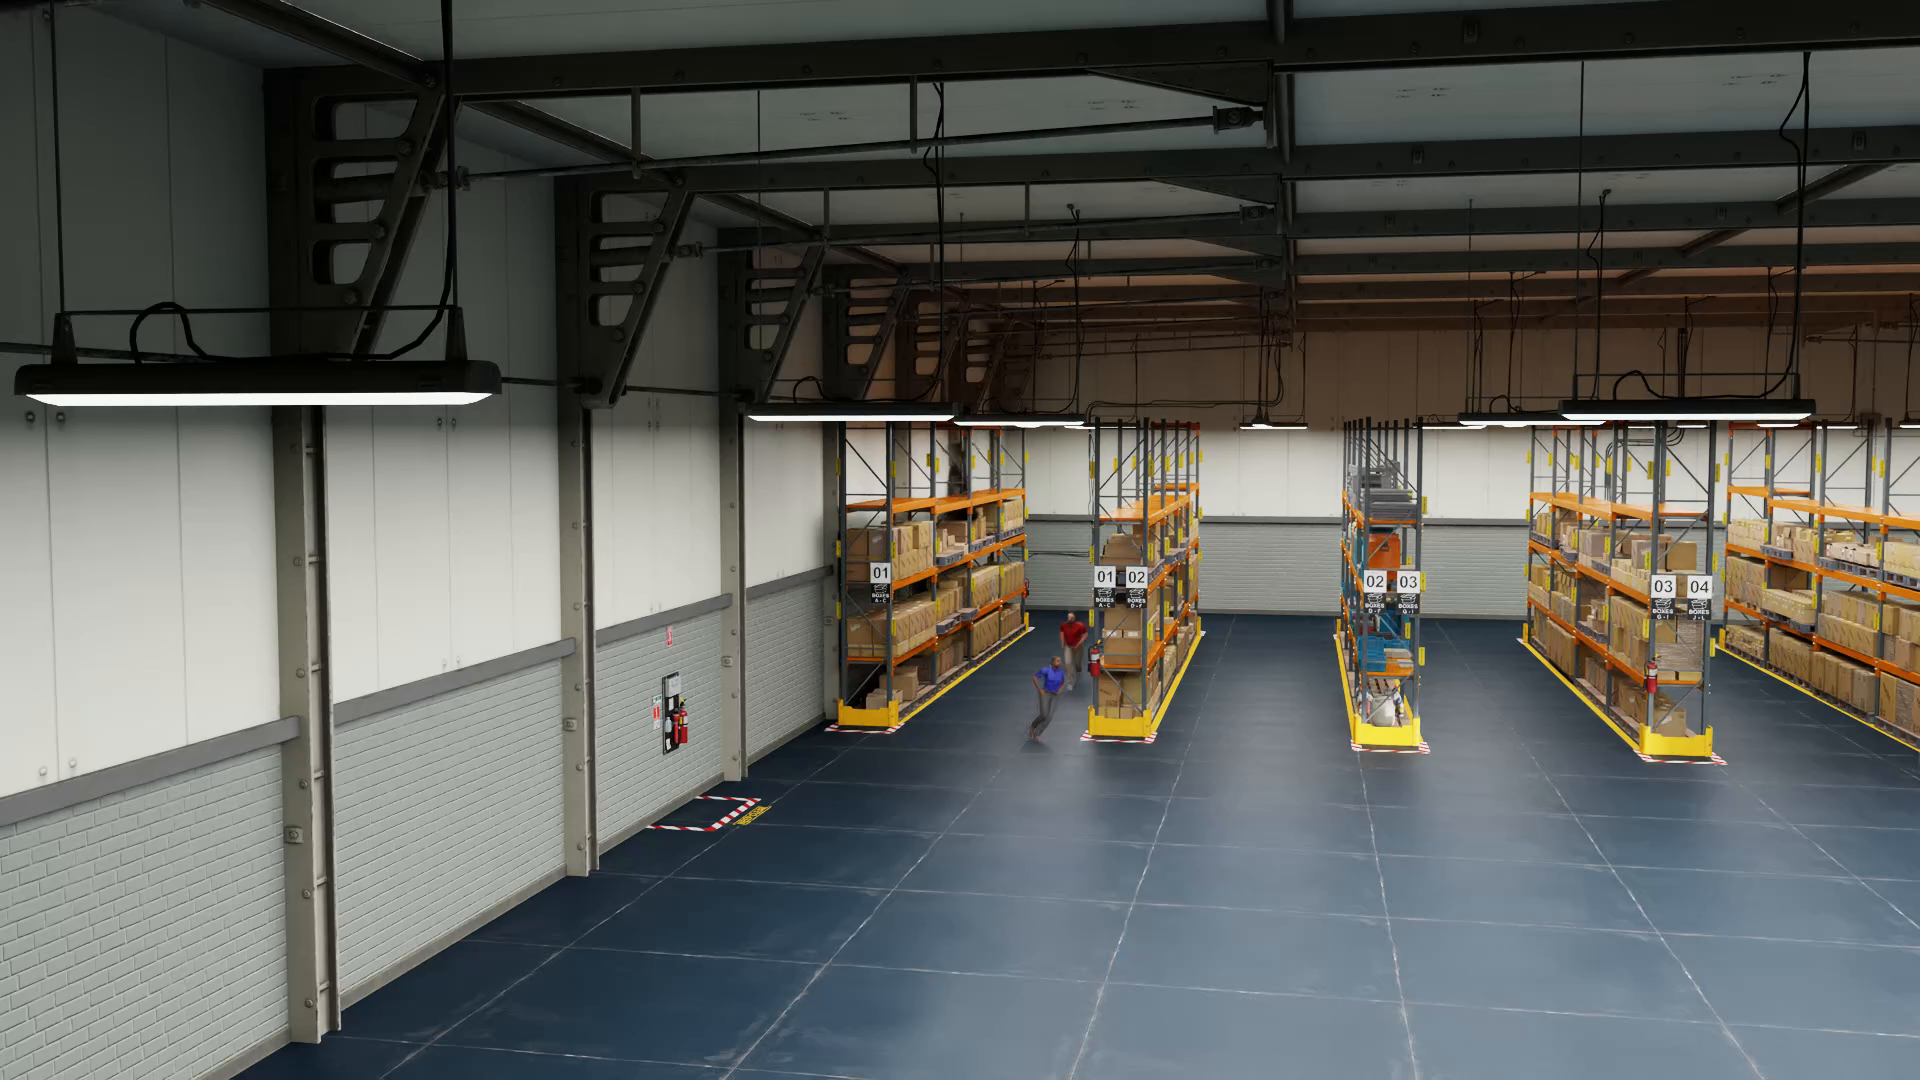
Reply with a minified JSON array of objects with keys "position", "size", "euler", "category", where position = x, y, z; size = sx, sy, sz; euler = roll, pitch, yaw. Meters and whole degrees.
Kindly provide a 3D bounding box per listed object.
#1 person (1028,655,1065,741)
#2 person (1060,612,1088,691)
[{"position":[1.652,2.931,30.892],"size":[0.656,1.587,0.556],"euler":[-2,4,-26],"category":"person"},{"position":[2.555,2.469,37.341],"size":[0.664,1.732,1.094],"euler":[1,4,12],"category":"person"}]
